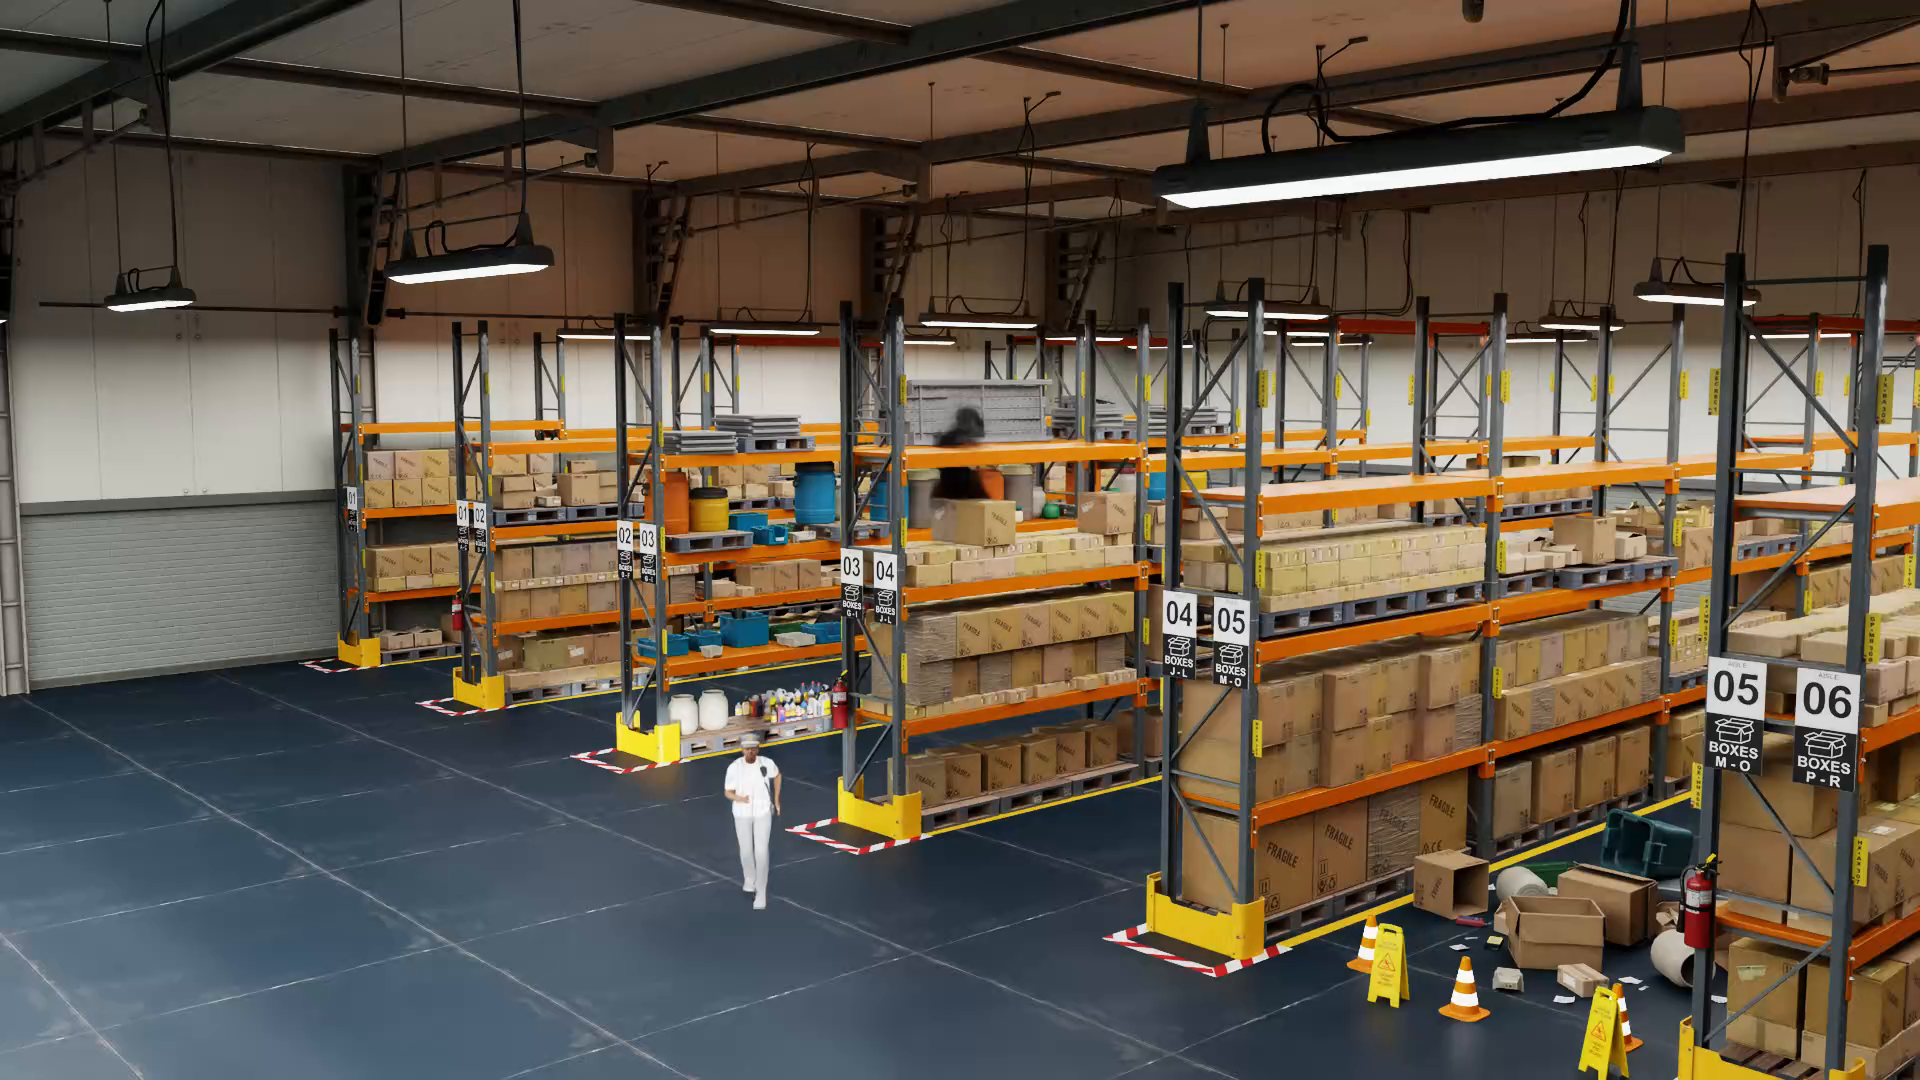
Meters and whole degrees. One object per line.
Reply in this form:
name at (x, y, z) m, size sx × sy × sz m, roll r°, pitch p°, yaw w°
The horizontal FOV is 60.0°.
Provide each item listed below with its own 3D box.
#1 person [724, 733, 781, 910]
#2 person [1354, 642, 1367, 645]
person at (-2.025, 2.727, 16.275) m, size 0.536 × 1.744 × 0.825 m, roll 0°, pitch 6°, yaw -4°
person at (5.281, 2.112, 22.010) m, size 0.732 × 1.757 × 0.834 m, roll 5°, pitch 8°, yaw 44°
